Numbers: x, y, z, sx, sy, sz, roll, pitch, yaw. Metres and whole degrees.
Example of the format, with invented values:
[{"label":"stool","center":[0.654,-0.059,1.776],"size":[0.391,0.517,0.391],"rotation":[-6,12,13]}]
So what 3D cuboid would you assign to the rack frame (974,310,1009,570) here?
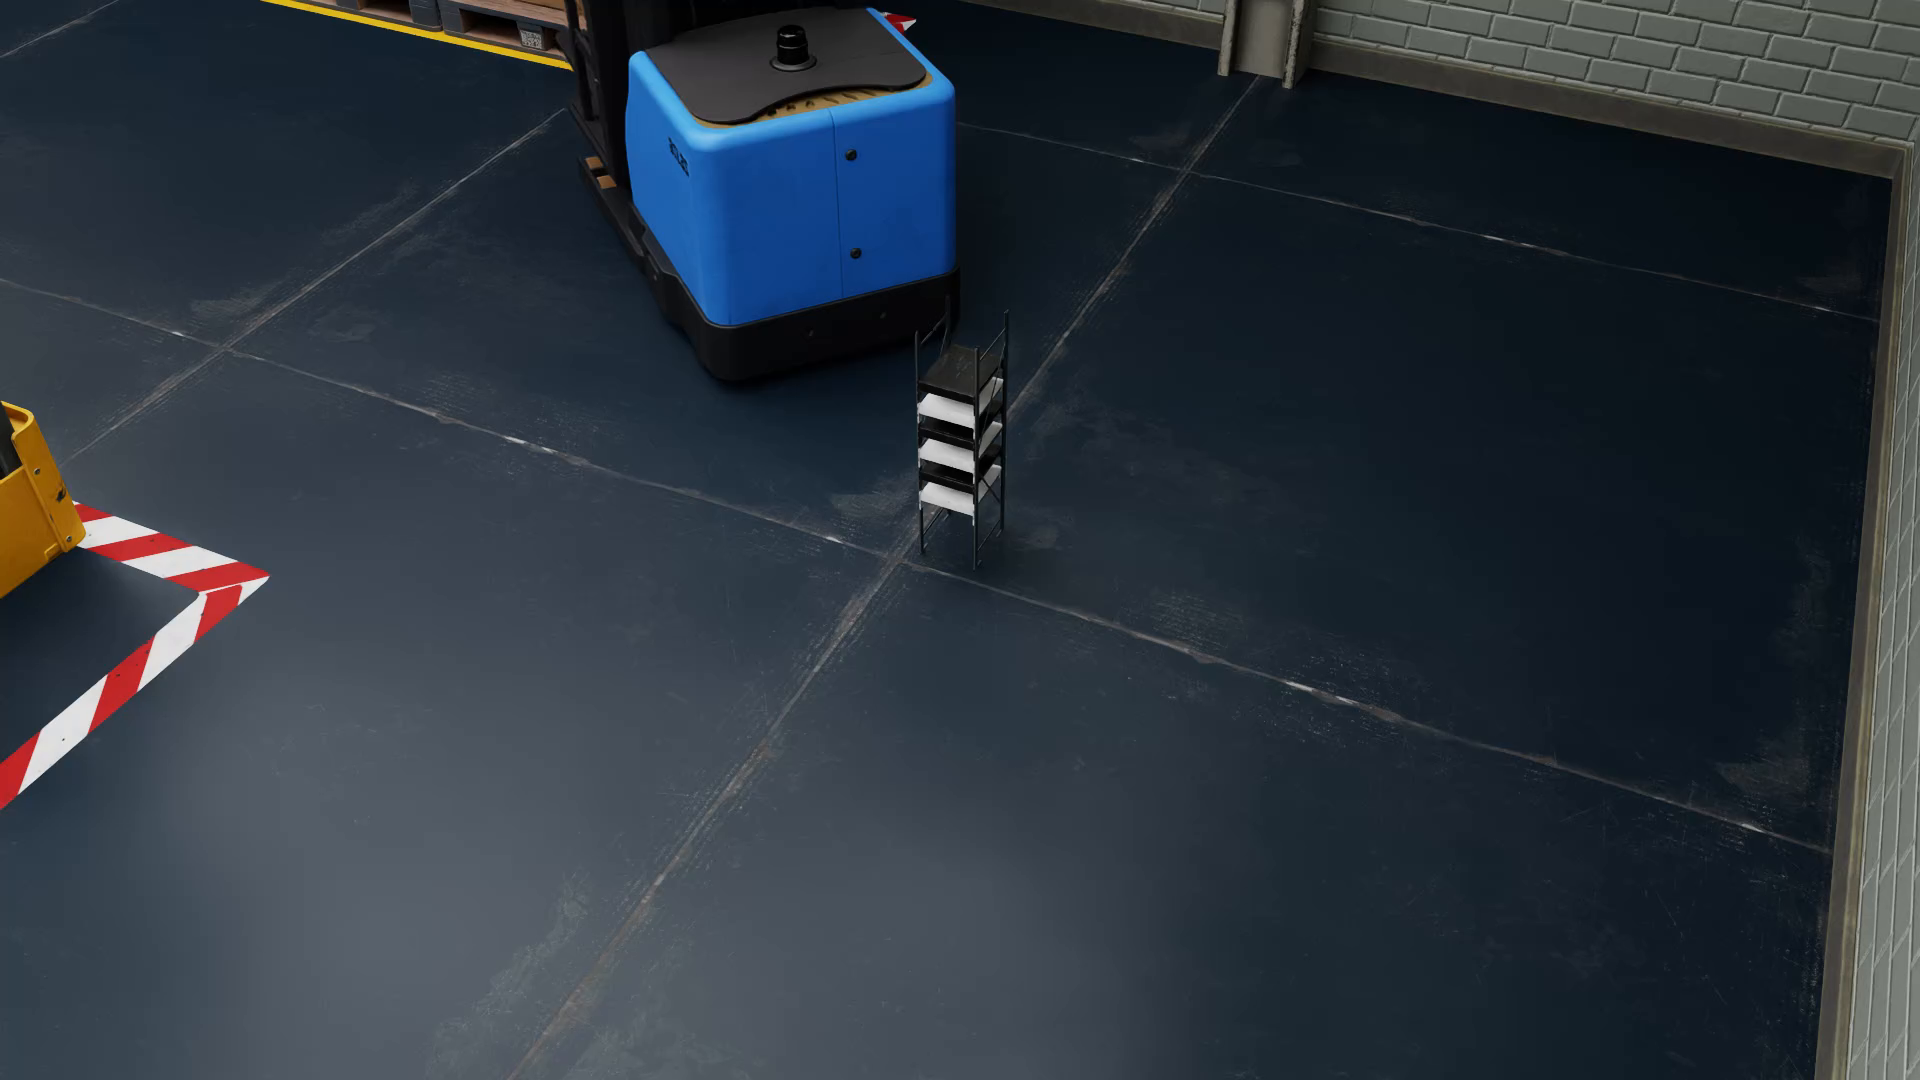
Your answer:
[{"label":"rack frame","center":[0.099,-0.310,5.420],"size":[0.006,0.900,0.240],"rotation":[17,44,19]}]

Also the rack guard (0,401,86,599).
[{"label":"rack guard","center":[-3.413,0.081,5.275],"size":[0.348,0.500,1.175],"rotation":[17,44,19]}]

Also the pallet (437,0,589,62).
[{"label":"pallet","center":[-2.011,-2.905,8.941],"size":[1.213,0.211,1.003],"rotation":[17,44,19]}]

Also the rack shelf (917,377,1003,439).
[{"label":"rack shelf","center":[0.007,-0.449,5.357],"size":[0.200,0.077,0.258],"rotation":[17,44,19]}]

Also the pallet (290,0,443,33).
[{"label":"pallet","center":[-3.113,-3.244,9.332],"size":[1.213,0.211,1.003],"rotation":[17,44,19]}]

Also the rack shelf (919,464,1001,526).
[{"label":"rack shelf","center":[0.007,-0.177,5.592],"size":[0.200,0.077,0.258],"rotation":[17,44,19]}]

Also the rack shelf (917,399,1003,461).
[{"label":"rack shelf","center":[0.007,-0.381,5.416],"size":[0.200,0.077,0.258],"rotation":[17,44,19]}]

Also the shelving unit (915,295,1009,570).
[{"label":"shelving unit","center":[0.007,-0.338,5.453],"size":[0.210,0.900,0.258],"rotation":[17,44,19]}]

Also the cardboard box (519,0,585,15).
[{"label":"cardboard box","center":[-1.930,-3.133,8.662],"size":[0.500,0.500,0.700],"rotation":[17,44,19]}]

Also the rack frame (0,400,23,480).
[{"label":"rack frame","center":[-3.345,-0.843,4.432],"size":[0.127,3.000,1.000],"rotation":[17,44,19]}]

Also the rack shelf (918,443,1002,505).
[{"label":"rack shelf","center":[0.007,-0.245,5.533],"size":[0.200,0.077,0.258],"rotation":[17,44,19]}]

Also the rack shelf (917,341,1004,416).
[{"label":"rack shelf","center":[0.007,-0.517,5.298],"size":[0.200,0.077,0.258],"rotation":[17,44,19]}]

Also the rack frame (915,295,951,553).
[{"label":"rack frame","center":[-0.085,-0.366,5.485],"size":[0.006,0.900,0.240],"rotation":[17,44,19]}]

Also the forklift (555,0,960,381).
[{"label":"forklift","center":[-1.081,-2.681,6.605],"size":[1.130,2.935,3.031],"rotation":[-17,44,-19]}]

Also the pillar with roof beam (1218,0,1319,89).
[{"label":"pillar with roof beam","center":[-0.261,-3.262,2.642],"size":[0.400,9.000,9.100],"rotation":[17,44,19]}]

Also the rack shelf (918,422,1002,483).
[{"label":"rack shelf","center":[0.007,-0.313,5.474],"size":[0.200,0.077,0.258],"rotation":[17,44,19]}]
